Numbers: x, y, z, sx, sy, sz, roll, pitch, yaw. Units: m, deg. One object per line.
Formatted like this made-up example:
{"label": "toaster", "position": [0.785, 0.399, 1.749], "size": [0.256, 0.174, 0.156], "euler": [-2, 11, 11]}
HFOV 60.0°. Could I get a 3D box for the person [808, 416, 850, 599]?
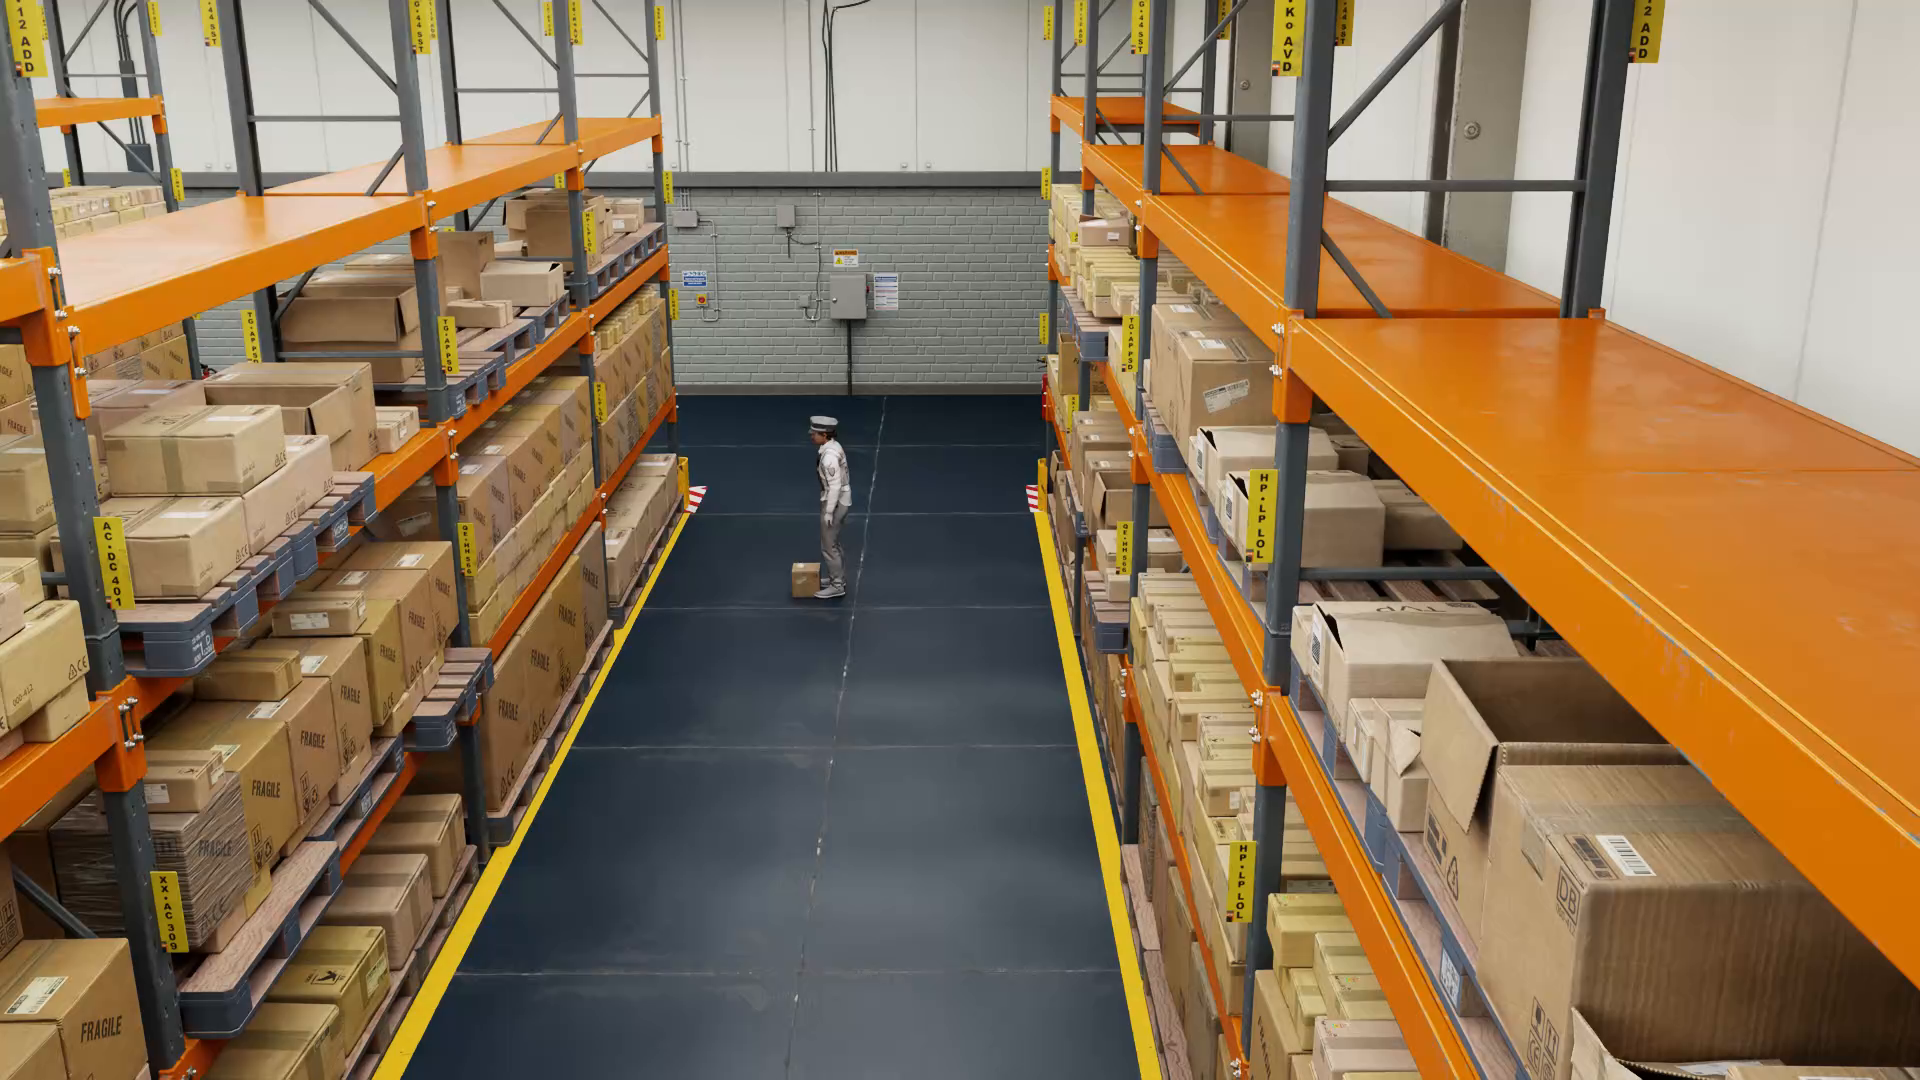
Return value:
{"label": "person", "position": [-1.178, -0.319, 15.089], "size": [0.359, 1.664, 0.469], "euler": [-1, 17, -4]}
